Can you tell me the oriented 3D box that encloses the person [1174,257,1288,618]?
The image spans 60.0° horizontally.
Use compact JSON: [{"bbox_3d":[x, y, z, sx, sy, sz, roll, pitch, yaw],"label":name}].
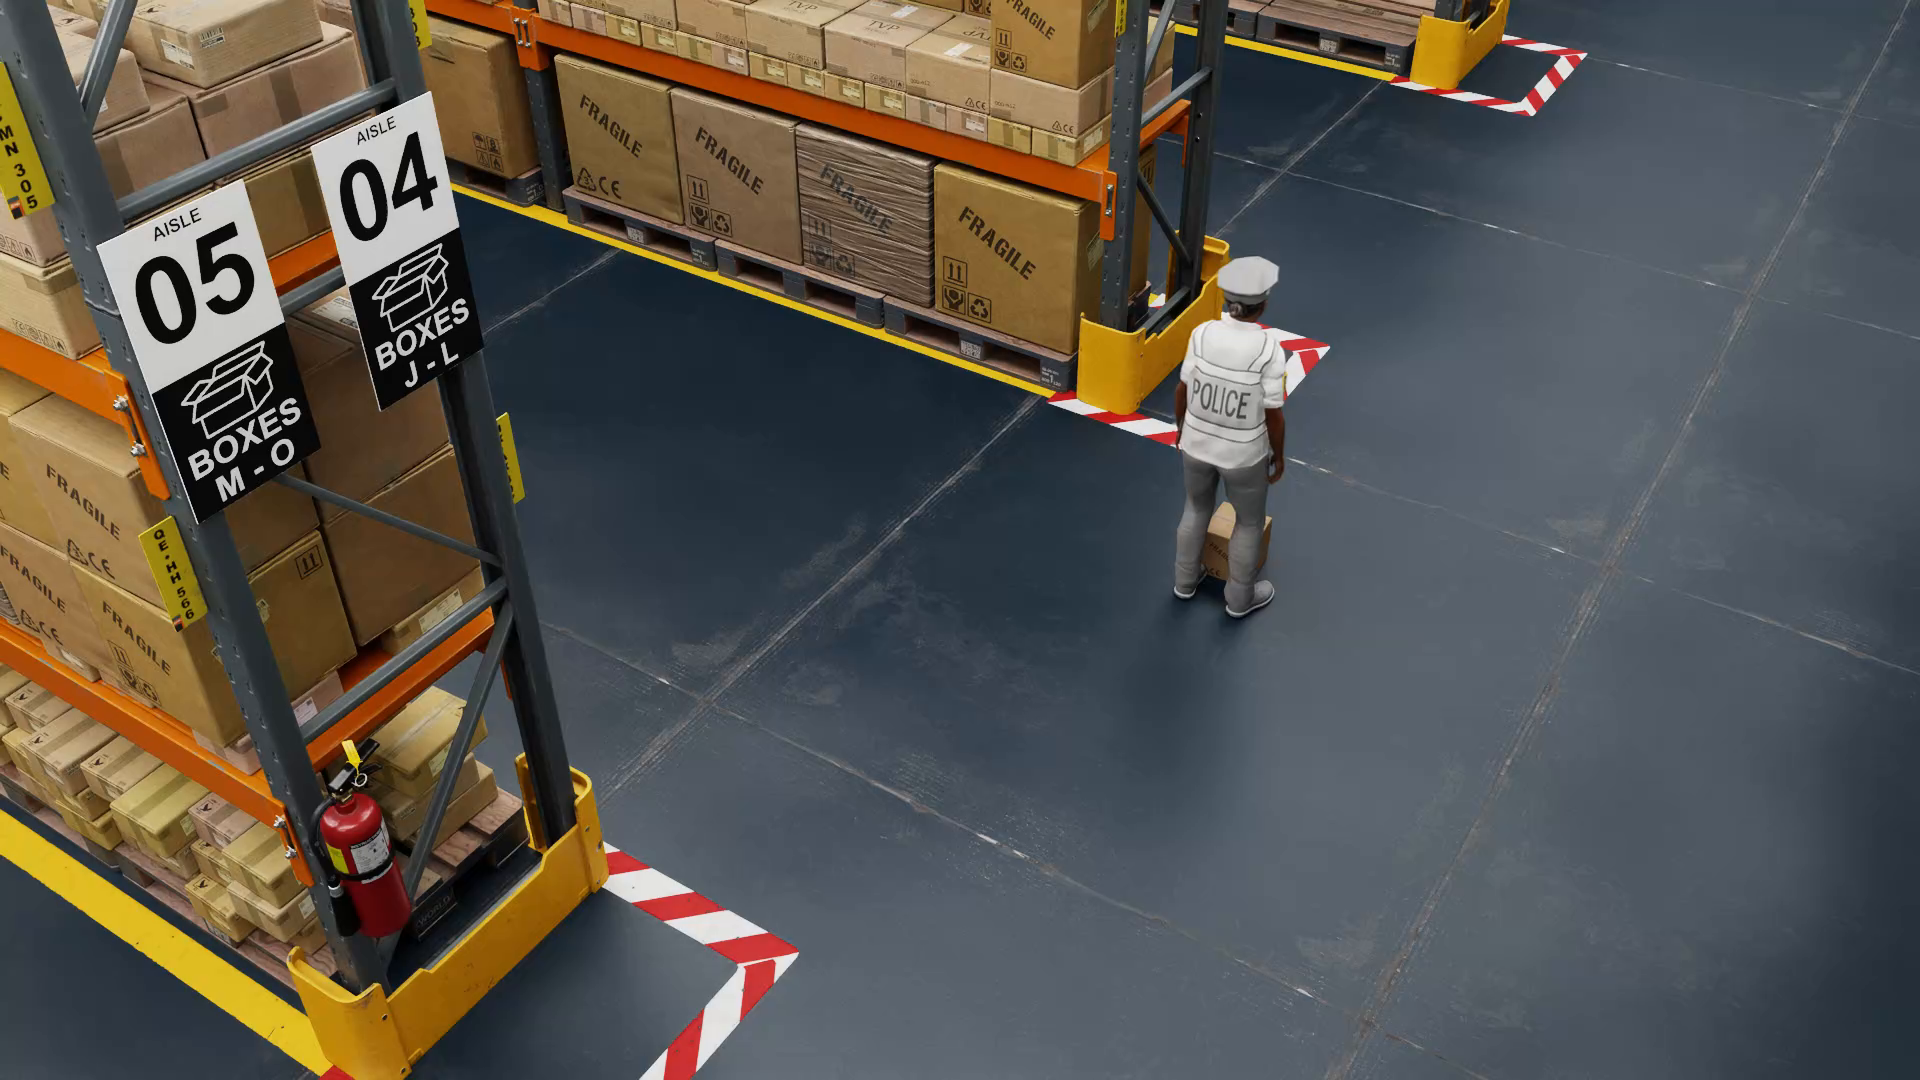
[{"bbox_3d":[1.168,-0.405,7.186,0.521,1.659,0.398,21,43,24],"label":"person"}]
